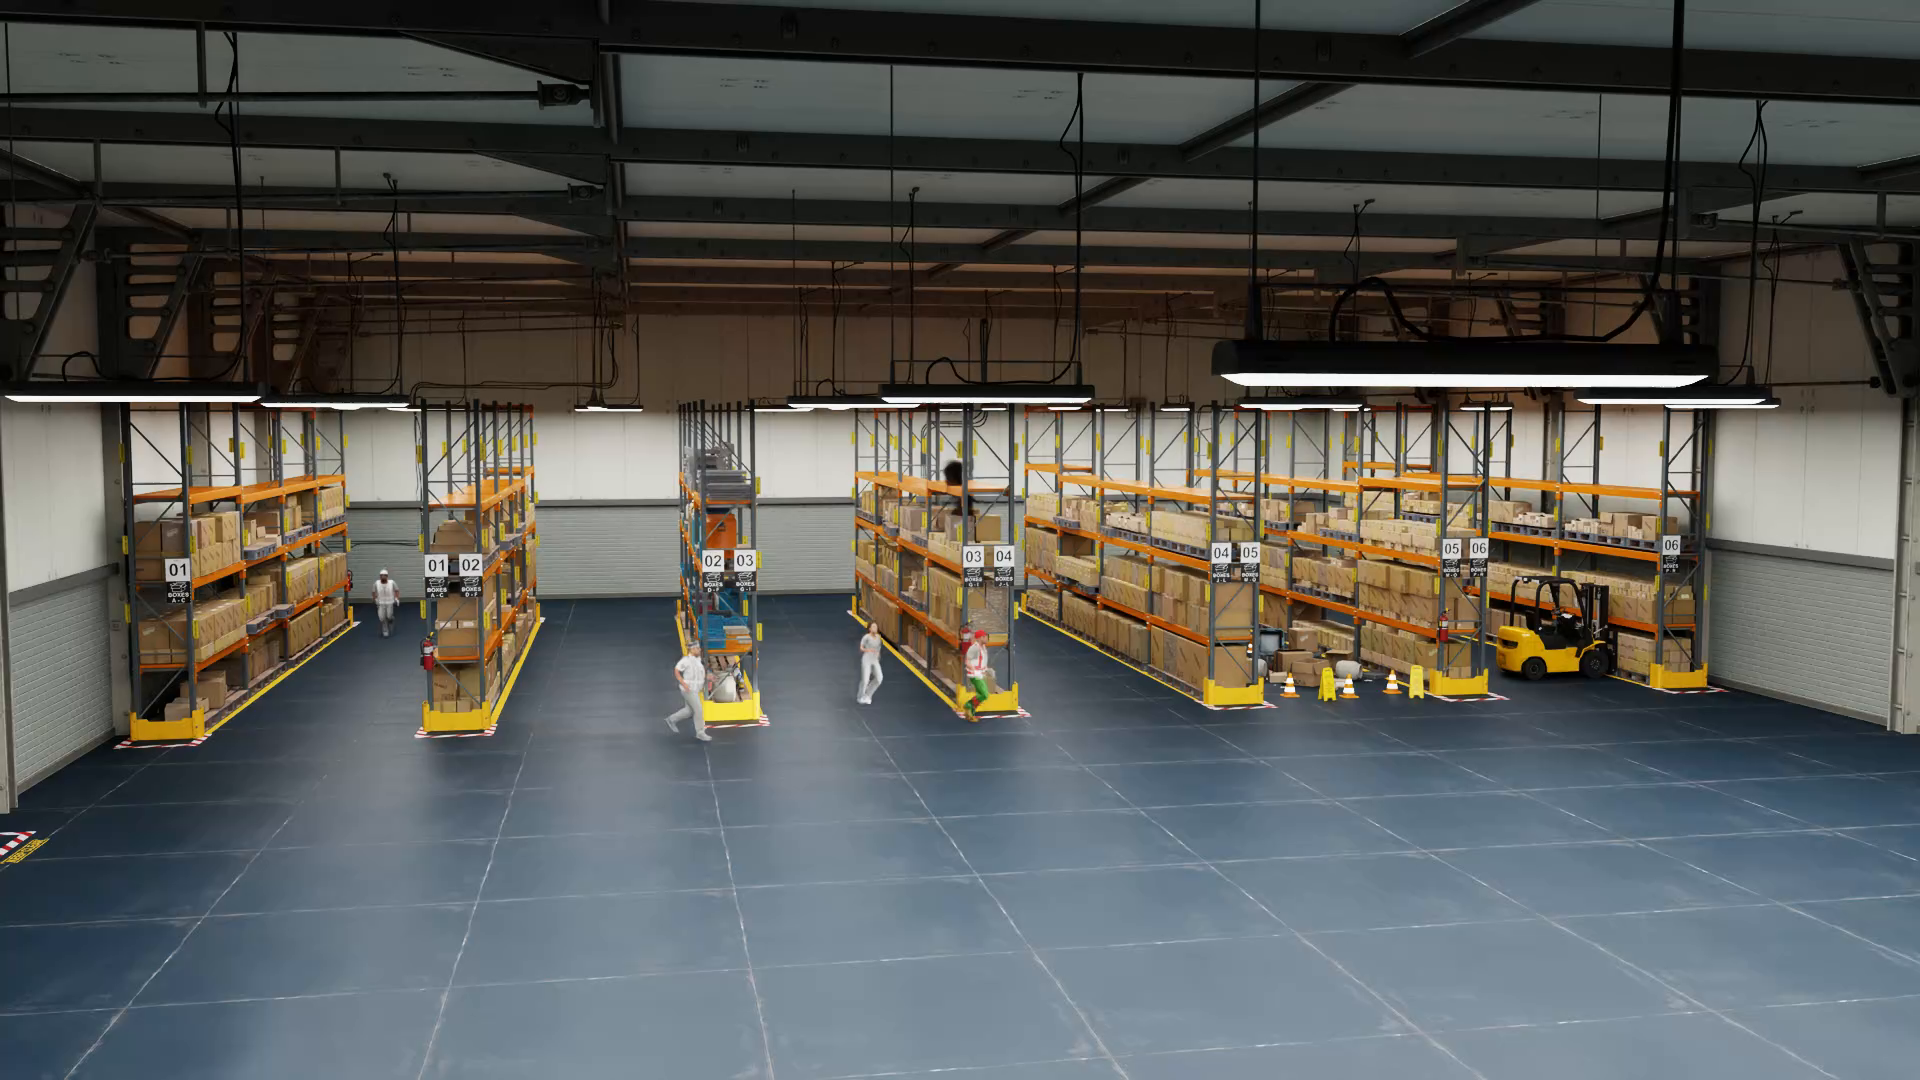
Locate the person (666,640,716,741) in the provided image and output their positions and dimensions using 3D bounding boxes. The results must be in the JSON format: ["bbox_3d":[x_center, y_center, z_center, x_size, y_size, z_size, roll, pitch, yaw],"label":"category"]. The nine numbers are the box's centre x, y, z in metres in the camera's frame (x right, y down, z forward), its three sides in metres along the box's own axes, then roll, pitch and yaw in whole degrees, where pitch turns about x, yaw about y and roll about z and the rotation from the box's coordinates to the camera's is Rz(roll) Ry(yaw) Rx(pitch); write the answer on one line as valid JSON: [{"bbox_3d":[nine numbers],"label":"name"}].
[{"bbox_3d":[-4.781,2.641,29.312,0.927,1.778,0.632,1,4,13],"label":"person"}]

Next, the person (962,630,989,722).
[{"bbox_3d":[0.319,2.527,30.952,0.533,1.732,0.628,2,5,23],"label":"person"}]

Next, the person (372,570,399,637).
[{"bbox_3d":[-14.810,1.629,42.864,0.678,1.724,0.643,-1,4,-14],"label":"person"}]

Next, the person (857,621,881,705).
[{"bbox_3d":[-1.728,2.430,32.833,0.562,1.641,0.645,-3,5,-32],"label":"person"}]
